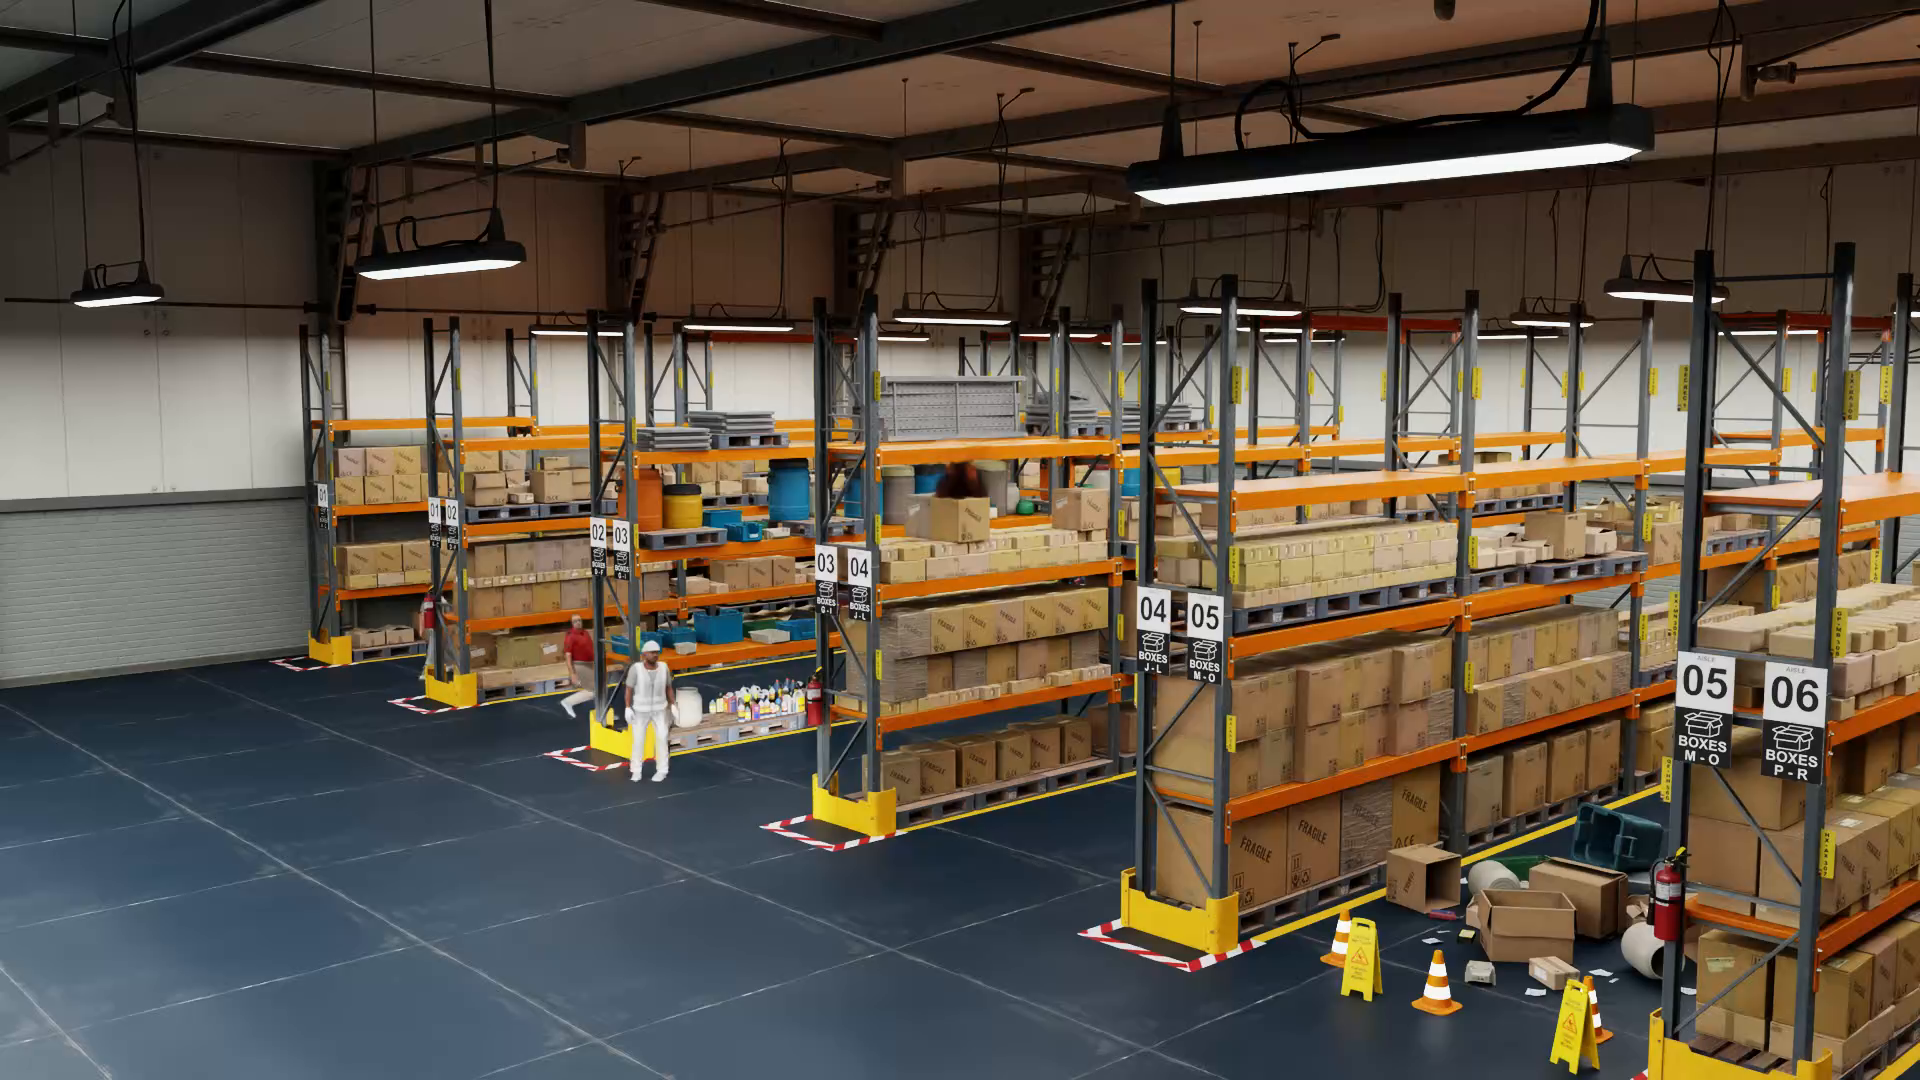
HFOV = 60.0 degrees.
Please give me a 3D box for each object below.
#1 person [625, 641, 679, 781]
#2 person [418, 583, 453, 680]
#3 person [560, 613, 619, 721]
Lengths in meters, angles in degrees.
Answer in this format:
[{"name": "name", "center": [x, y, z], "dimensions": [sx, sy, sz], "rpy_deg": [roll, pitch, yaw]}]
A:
[{"name": "person", "center": [-3.907, 2.153, 21.046], "dimensions": [0.672, 1.785, 0.429], "rpy_deg": [-2, 6, -18]}, {"name": "person", "center": [-8.893, 1.519, 28.085], "dimensions": [0.408, 1.623, 1.019], "rpy_deg": [2, 6, 23]}, {"name": "person", "center": [-5.507, 1.884, 24.586], "dimensions": [0.871, 1.607, 0.545], "rpy_deg": [0, 6, 2]}]
